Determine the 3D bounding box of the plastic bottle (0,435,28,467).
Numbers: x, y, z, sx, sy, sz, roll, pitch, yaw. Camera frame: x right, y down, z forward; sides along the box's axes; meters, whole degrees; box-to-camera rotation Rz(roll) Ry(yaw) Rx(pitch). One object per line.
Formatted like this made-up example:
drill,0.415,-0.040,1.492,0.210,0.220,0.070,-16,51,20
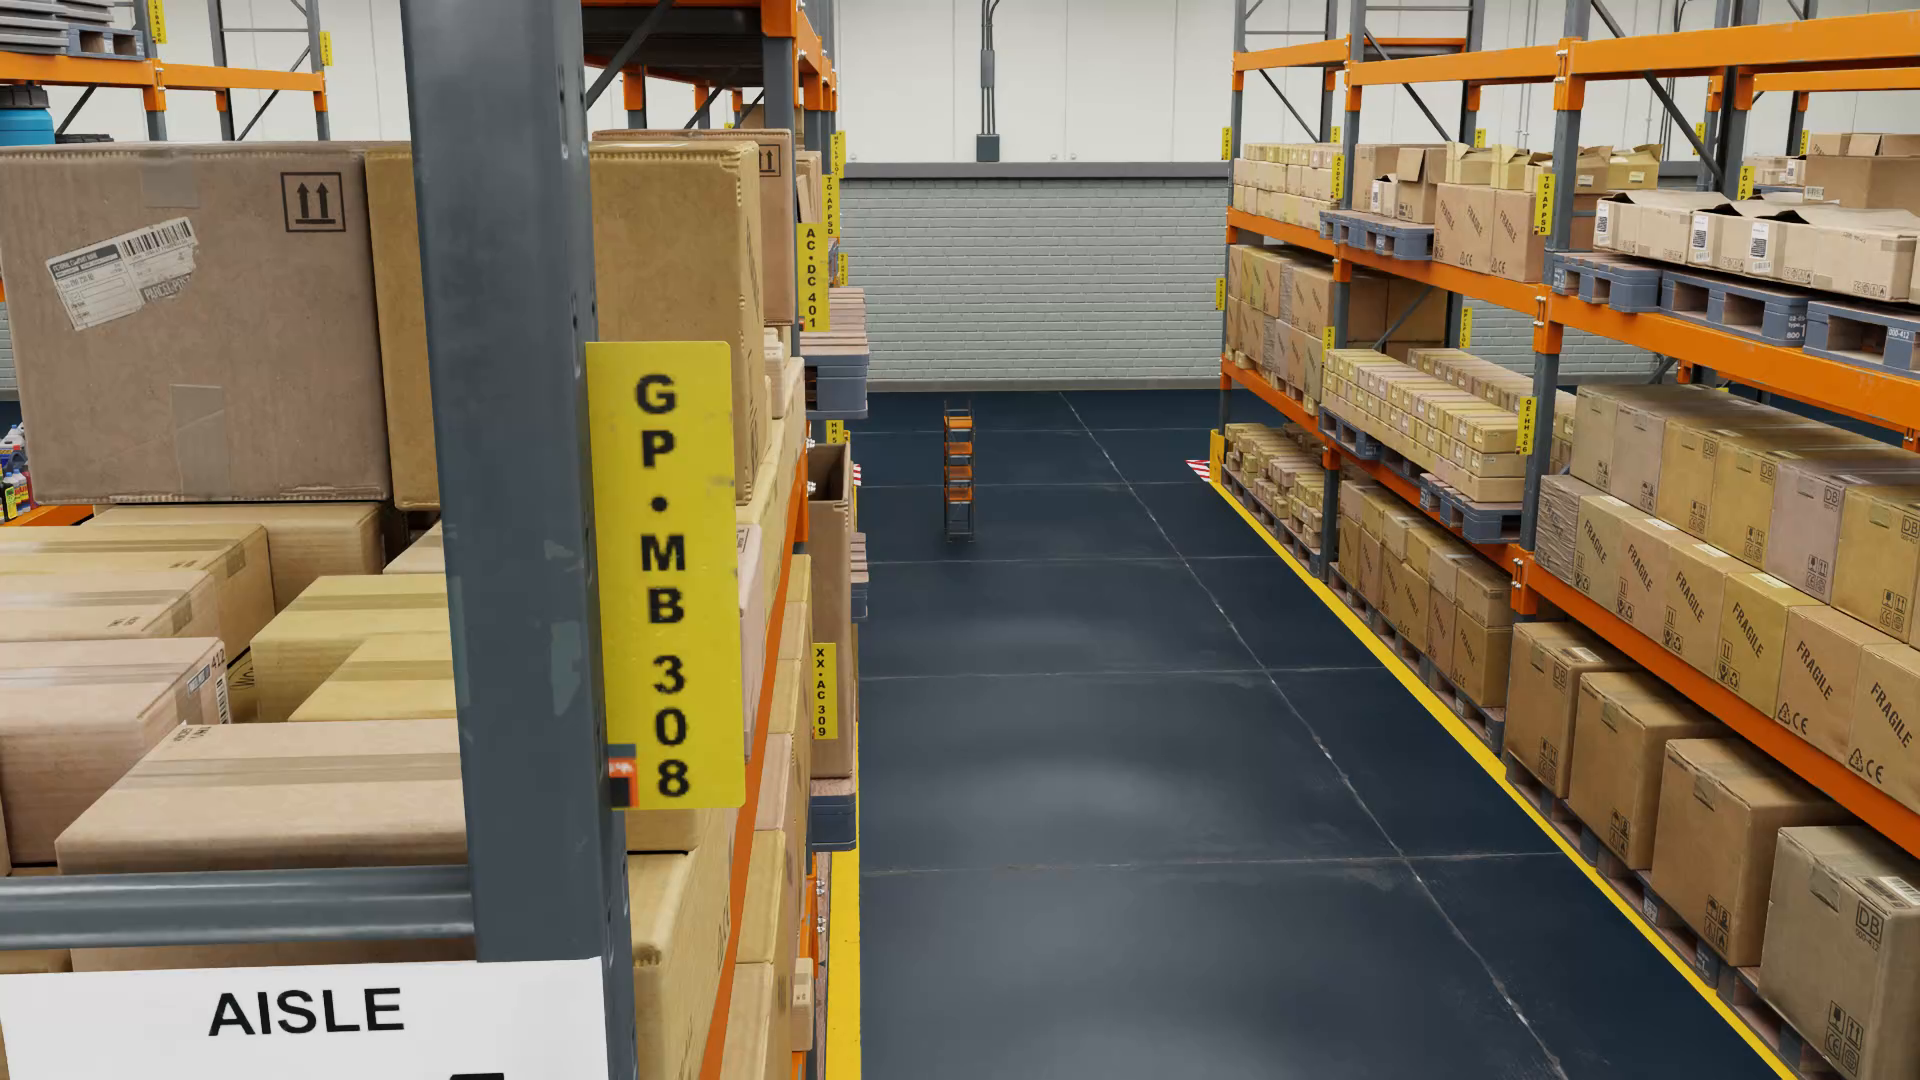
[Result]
plastic bottle,-6.571,-0.585,11.531,0.152,0.276,0.135,-1,14,-3

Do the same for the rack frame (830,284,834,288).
rack frame,-1.485,-1.071,13.169,1.000,3.000,0.127,-1,14,-3

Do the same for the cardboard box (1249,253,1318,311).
cardboard box,3.035,-2.423,15.620,0.500,0.500,0.500,-1,14,-5

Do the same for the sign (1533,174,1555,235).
sign,3.178,-1.823,9.033,0.100,0.325,0.005,-1,14,-3

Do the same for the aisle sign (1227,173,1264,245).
aisle sign,2.920,-3.390,16.964,0.394,0.787,0.004,-1,14,-3

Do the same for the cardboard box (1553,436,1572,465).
cardboard box,3.871,-0.544,10.186,0.380,0.149,0.250,0,14,-1

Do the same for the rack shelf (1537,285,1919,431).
rack shelf,3.844,-0.734,7.285,1.077,0.370,4.000,-1,14,-3

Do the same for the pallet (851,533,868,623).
pallet,-1.086,0.192,8.644,1.213,0.211,1.003,-1,14,-3

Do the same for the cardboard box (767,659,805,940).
cardboard box,-0.624,0.598,3.877,0.500,0.500,0.500,-1,14,-3

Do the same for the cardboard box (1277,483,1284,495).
cardboard box,3.122,-0.490,15.192,0.380,0.149,0.250,-2,15,-6

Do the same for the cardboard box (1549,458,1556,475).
cardboard box,3.860,-0.457,10.446,0.380,0.149,0.250,0,14,-1

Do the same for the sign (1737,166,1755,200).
sign,4.274,-1.875,9.080,0.100,0.325,0.005,-1,14,-3

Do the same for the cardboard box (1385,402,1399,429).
cardboard box,3.136,-0.854,11.391,0.380,0.149,0.250,-1,14,-5

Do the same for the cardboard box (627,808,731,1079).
cardboard box,-0.513,0.410,1.696,0.500,0.250,0.500,0,14,-2

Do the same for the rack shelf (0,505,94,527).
rack shelf,-6.304,-0.149,11.028,1.077,0.370,4.000,-1,14,-3

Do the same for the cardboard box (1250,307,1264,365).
cardboard box,3.053,-1.939,15.745,0.500,0.500,0.500,-1,14,-3

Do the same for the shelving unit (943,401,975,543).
shelving unit,-0.010,-0.622,15.037,0.258,1.200,0.503,-1,14,-3

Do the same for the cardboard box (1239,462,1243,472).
cardboard box,3.035,-0.741,16.764,0.380,0.149,0.250,-1,14,-4

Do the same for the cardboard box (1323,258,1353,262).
cardboard box,3.609,-2.297,15.131,0.500,0.500,0.500,-1,14,-5

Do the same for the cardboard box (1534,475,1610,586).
cardboard box,3.478,-0.060,9.040,0.500,0.500,0.500,-1,14,-3

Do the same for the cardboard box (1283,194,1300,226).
cardboard box,3.121,-2.871,14.446,0.500,0.250,0.500,-1,14,-4

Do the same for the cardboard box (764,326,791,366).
cardboard box,-0.681,-0.578,4.734,0.380,0.149,0.250,0,14,-2

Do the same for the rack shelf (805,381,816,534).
rack shelf,-1.113,-0.683,7.085,1.077,0.370,4.000,-1,14,-3

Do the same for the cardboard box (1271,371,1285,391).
cardboard box,3.052,-1.456,15.169,0.380,0.149,0.250,-1,14,-2

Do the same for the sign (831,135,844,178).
sign,-0.944,-2.937,12.733,0.100,0.325,0.005,-1,14,-3

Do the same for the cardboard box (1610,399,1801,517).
cardboard box,3.770,-0.423,8.442,0.700,0.500,0.500,-1,14,-4

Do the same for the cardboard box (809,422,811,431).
cardboard box,-1.065,-0.505,10.769,0.500,0.500,0.500,-1,14,-4

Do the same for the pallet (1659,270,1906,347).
pallet,3.885,-1.051,7.452,1.003,0.211,1.213,0,14,-1

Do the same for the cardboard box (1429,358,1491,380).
cardboard box,3.723,-1.264,12.388,0.380,0.149,0.250,-1,14,-5

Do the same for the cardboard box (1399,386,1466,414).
cardboard box,3.154,-0.934,11.103,0.380,0.149,0.250,0,14,-1

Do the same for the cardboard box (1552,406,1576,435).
cardboard box,3.854,-0.743,10.362,0.380,0.149,0.250,-1,14,-4

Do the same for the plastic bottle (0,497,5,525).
plastic bottle,-5.901,-0.194,10.157,0.097,0.201,0.097,0,14,0

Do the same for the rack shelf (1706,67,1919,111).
rack shelf,8.282,-4.085,15.088,1.077,0.370,4.000,-1,14,-3

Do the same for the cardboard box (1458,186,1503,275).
cardboard box,3.387,-1.891,10.135,0.500,0.500,0.500,-1,14,-3

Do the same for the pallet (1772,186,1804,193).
pallet,8.293,-3.140,15.369,1.003,0.211,1.213,-1,14,-3

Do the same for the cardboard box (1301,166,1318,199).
cardboard box,3.169,-2.985,13.886,0.500,0.250,0.500,-1,15,-6

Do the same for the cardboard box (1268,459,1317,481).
cardboard box,3.036,-0.641,15.182,0.380,0.149,0.250,-1,14,-5

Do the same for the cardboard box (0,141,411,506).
cardboard box,-1.090,-0.355,2.567,0.500,0.500,0.500,-1,14,-3

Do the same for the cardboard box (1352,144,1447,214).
cardboard box,3.386,-2.731,12.557,0.700,0.500,0.500,-1,14,-3

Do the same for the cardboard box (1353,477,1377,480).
cardboard box,3.635,-0.454,14.454,0.380,0.149,0.250,-1,14,-4

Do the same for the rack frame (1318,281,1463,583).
rack frame,3.472,-1.122,13.369,1.000,3.000,0.127,-1,14,-3

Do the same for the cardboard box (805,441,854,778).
cardboard box,-0.899,0.225,6.085,1.000,1.000,1.000,-1,14,-3

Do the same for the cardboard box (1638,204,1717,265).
cardboard box,3.576,-1.451,7.885,0.500,0.250,0.500,0,14,-2

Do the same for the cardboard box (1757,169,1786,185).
cardboard box,7.996,-3.527,16.157,0.380,0.149,0.250,0,14,-1

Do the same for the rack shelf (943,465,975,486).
rack shelf,-0.010,-0.557,15.054,0.258,0.148,0.480,-1,14,-3

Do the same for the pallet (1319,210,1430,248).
pallet,3.404,-2.329,12.415,1.213,0.211,1.003,-1,14,-3

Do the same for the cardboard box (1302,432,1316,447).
cardboard box,3.611,-0.974,16.478,0.380,0.149,0.250,-1,14,-5

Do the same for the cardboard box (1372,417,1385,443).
cardboard box,3.124,-0.774,11.677,0.380,0.149,0.250,-1,14,-4

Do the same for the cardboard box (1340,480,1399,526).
cardboard box,3.254,-0.290,12.804,0.500,0.250,0.500,-2,15,-6

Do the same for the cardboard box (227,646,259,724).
cardboard box,-1.058,0.293,2.148,0.500,0.250,0.500,-1,14,-3
